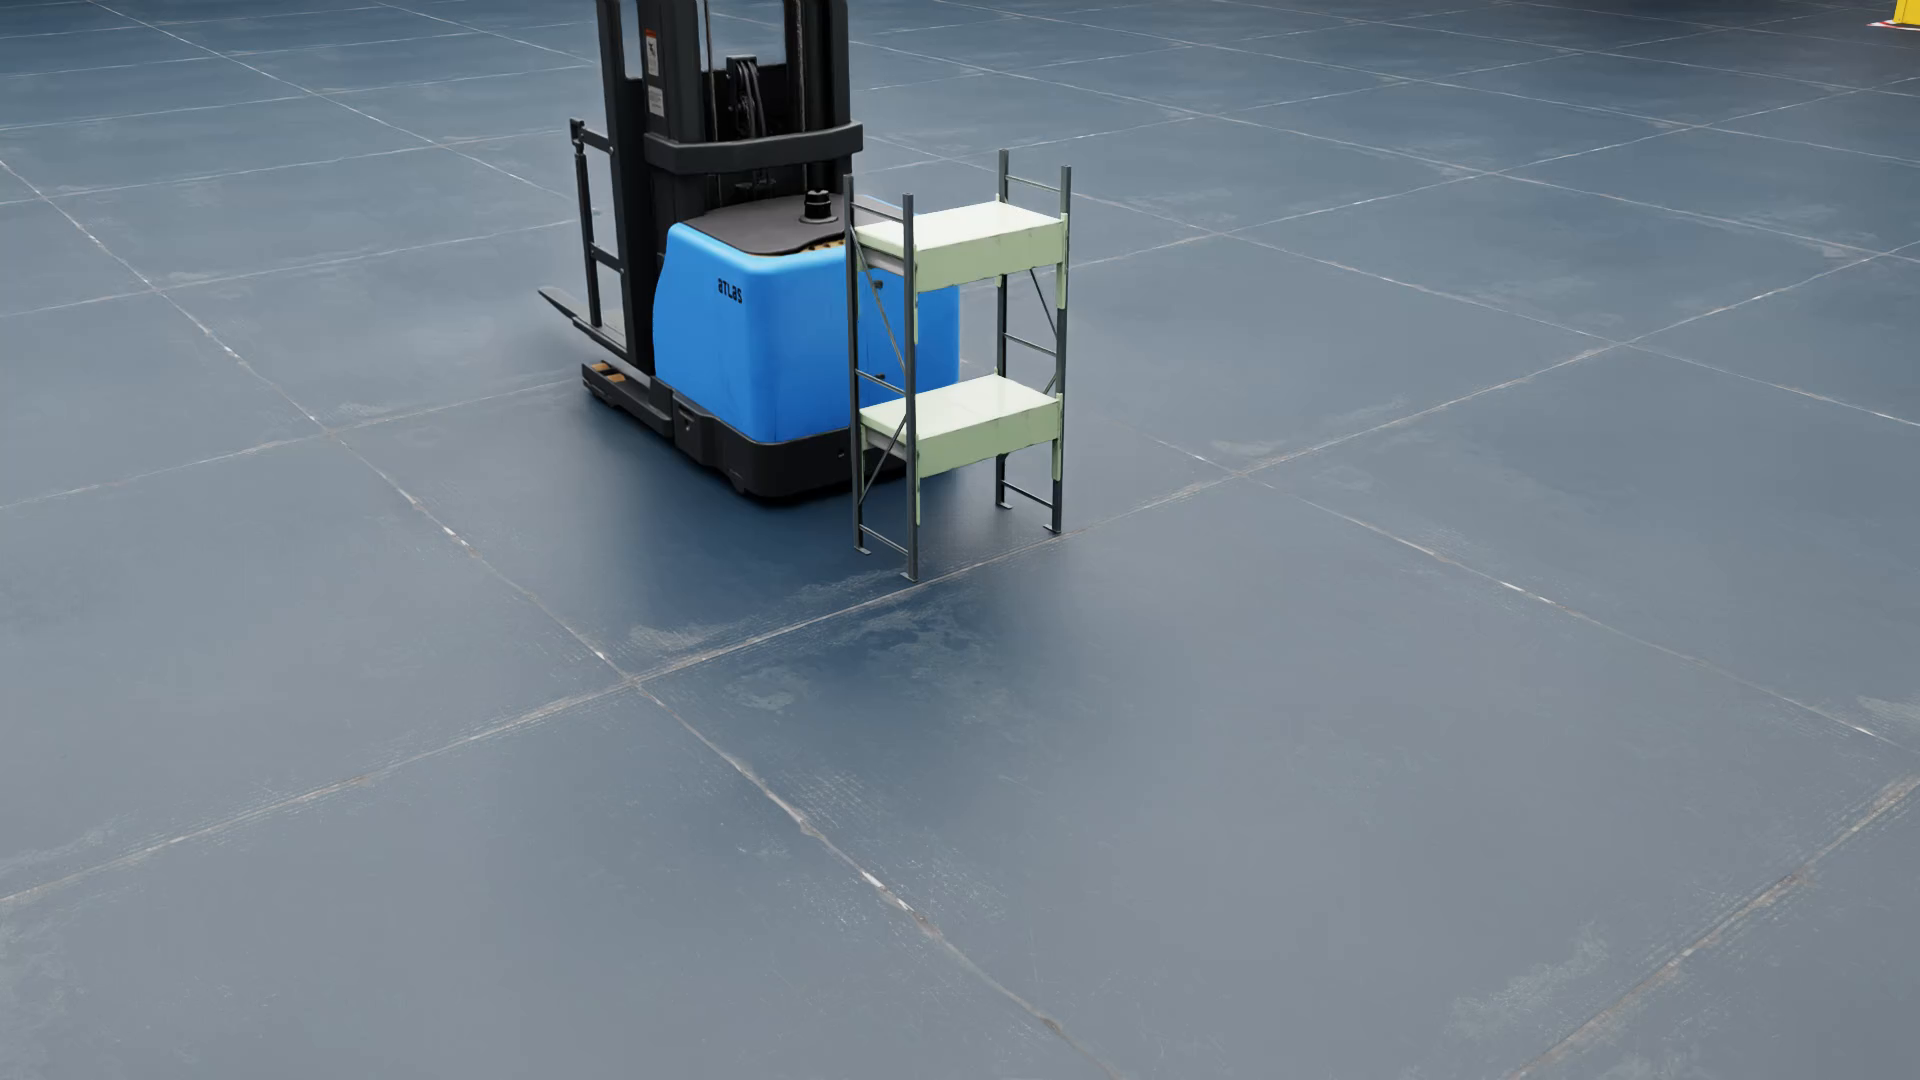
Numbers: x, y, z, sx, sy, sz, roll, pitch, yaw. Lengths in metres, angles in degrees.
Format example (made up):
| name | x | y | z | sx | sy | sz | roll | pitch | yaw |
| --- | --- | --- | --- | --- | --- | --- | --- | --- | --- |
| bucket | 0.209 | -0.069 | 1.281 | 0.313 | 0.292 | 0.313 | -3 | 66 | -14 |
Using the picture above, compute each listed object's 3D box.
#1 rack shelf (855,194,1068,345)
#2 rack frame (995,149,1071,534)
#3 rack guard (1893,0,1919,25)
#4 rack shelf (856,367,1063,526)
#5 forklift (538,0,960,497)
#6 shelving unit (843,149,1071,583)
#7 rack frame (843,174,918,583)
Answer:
| name | x | y | z | sx | sy | sz | roll | pitch | yaw |
| --- | --- | --- | --- | --- | --- | --- | --- | --- | --- |
| rack shelf | -0.005 | -1.033 | 6.266 | 0.720 | 0.370 | 0.431 | -18 | 31 | -34 |
| rack frame | 0.283 | -0.774 | 6.635 | 0.023 | 1.500 | 0.400 | -18 | 31 | -34 |
| rack guard | 11.984 | -6.469 | 20.094 | 0.348 | 0.500 | 1.175 | -18 | 31 | -34 |
| rack shelf | -0.005 | -0.383 | 6.568 | 0.720 | 0.370 | 0.431 | -18 | 31 | -34 |
| forklift | -1.224 | -2.076 | 7.742 | 1.130 | 2.935 | 3.031 | -16 | 29 | -30 |
| shelving unit | -0.005 | -0.679 | 6.431 | 0.755 | 1.500 | 0.431 | -18 | 31 | -34 |
| rack frame | -0.293 | -0.583 | 6.226 | 0.023 | 1.500 | 0.400 | -18 | 31 | -34 |
